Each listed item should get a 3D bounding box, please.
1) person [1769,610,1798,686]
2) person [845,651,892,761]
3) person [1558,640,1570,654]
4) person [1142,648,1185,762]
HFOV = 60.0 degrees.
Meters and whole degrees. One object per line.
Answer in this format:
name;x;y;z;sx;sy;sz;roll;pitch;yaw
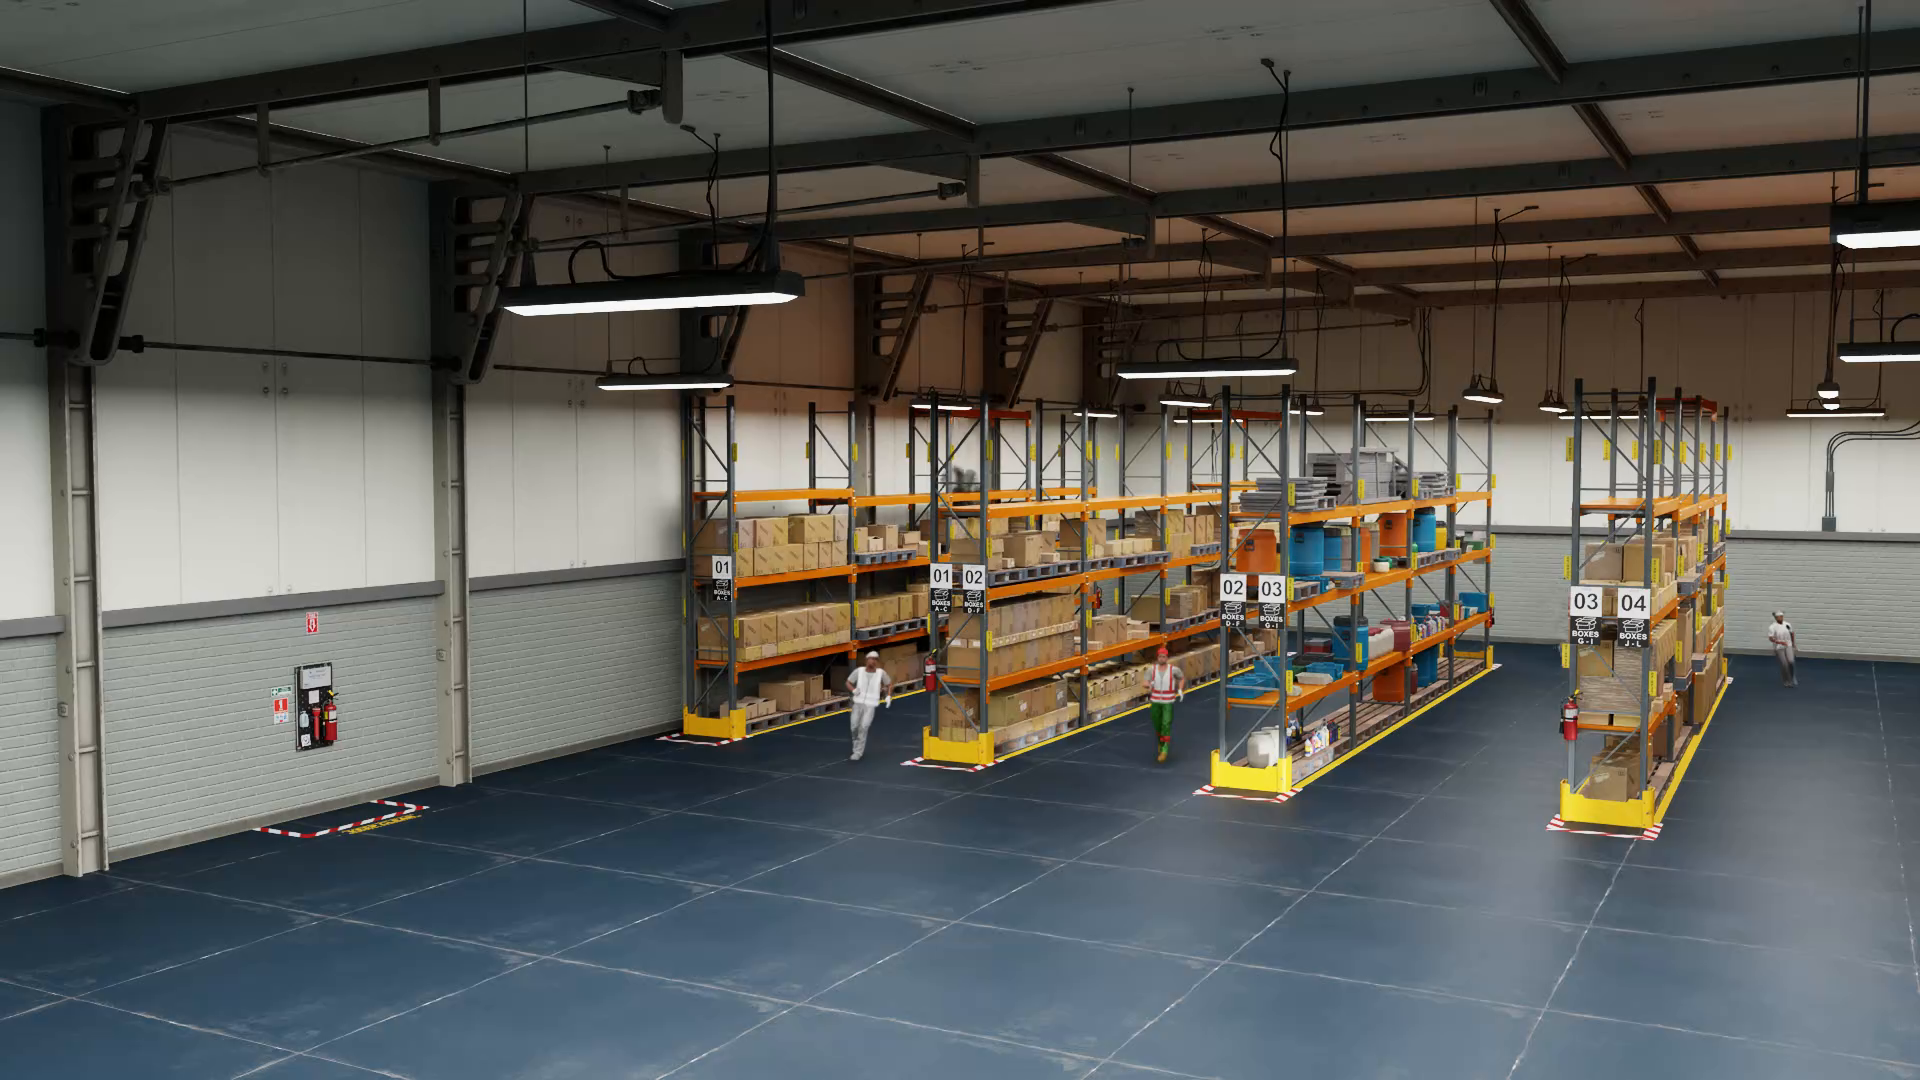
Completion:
person;17.531;2.303;35.401;0.579;1.632;0.618;1;3;12
person;-1.529;2.692;27.116;0.743;1.728;0.944;0;3;9
person;14.875;2.036;39.957;0.673;1.699;0.941;-3;4;-43
person;3.299;2.650;27.082;0.659;1.788;0.973;1;3;19
